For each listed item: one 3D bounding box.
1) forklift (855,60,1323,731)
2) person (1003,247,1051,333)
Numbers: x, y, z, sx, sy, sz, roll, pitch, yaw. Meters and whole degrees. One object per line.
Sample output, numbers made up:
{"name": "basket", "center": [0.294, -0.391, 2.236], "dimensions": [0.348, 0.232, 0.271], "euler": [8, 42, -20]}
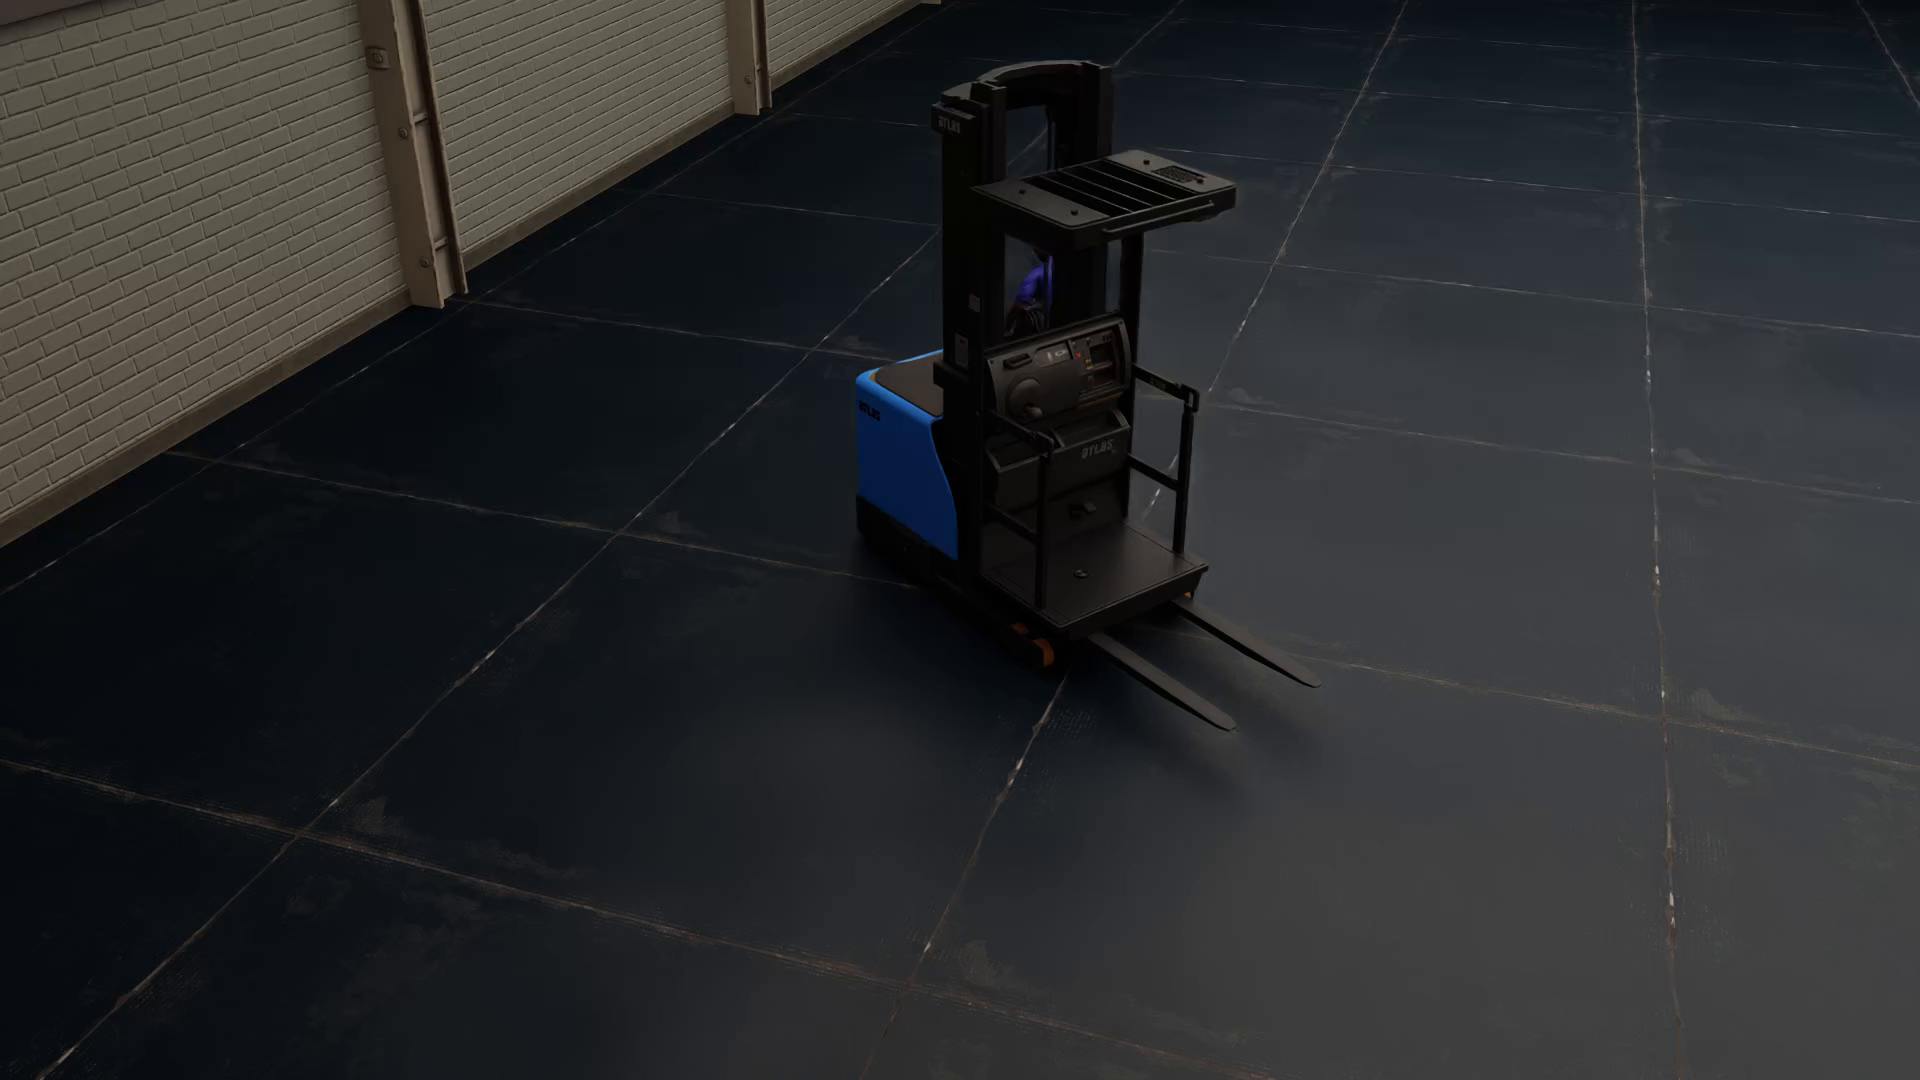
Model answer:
{"name": "forklift", "center": [0.659, -0.859, 8.643], "dimensions": [1.130, 2.935, 3.031], "euler": [-20, 35, -31]}
{"name": "person", "center": [0.641, -1.340, 11.016], "dimensions": [0.746, 1.452, 0.620], "euler": [2, 30, 3]}
